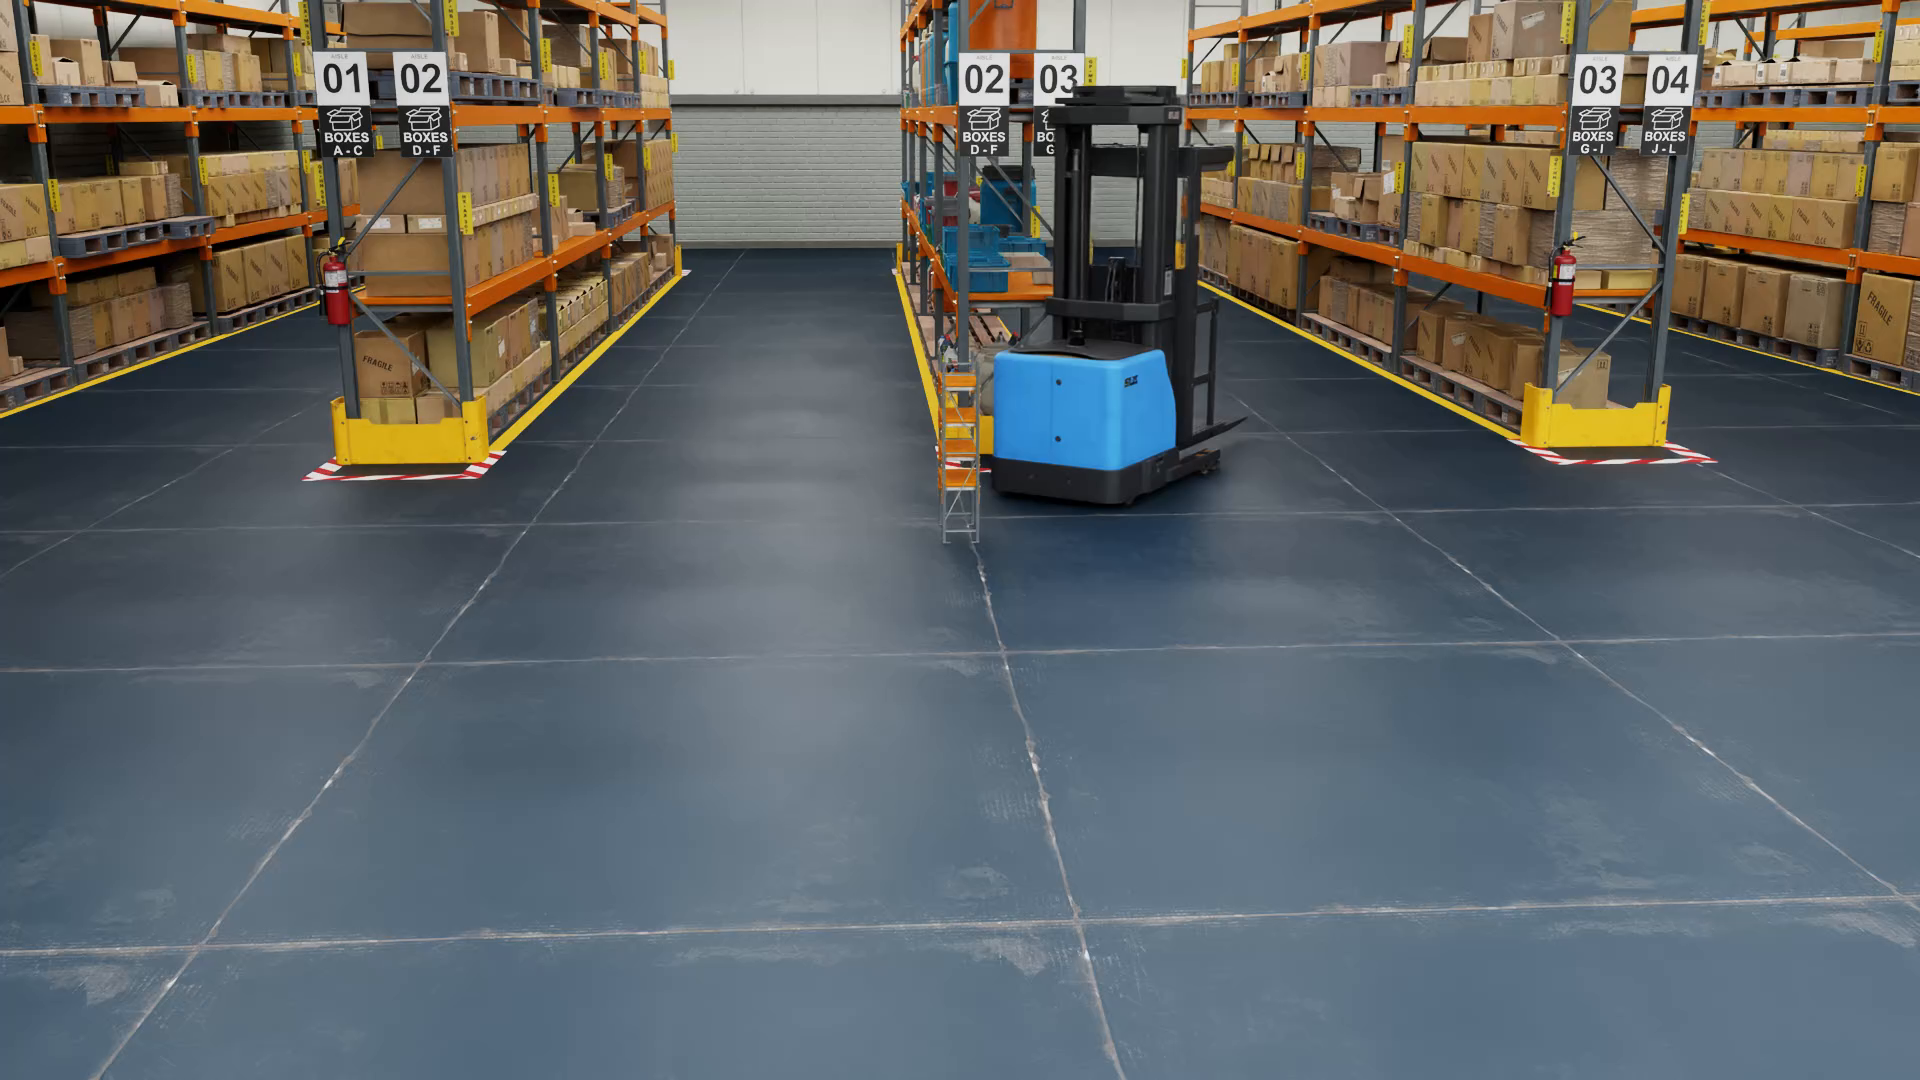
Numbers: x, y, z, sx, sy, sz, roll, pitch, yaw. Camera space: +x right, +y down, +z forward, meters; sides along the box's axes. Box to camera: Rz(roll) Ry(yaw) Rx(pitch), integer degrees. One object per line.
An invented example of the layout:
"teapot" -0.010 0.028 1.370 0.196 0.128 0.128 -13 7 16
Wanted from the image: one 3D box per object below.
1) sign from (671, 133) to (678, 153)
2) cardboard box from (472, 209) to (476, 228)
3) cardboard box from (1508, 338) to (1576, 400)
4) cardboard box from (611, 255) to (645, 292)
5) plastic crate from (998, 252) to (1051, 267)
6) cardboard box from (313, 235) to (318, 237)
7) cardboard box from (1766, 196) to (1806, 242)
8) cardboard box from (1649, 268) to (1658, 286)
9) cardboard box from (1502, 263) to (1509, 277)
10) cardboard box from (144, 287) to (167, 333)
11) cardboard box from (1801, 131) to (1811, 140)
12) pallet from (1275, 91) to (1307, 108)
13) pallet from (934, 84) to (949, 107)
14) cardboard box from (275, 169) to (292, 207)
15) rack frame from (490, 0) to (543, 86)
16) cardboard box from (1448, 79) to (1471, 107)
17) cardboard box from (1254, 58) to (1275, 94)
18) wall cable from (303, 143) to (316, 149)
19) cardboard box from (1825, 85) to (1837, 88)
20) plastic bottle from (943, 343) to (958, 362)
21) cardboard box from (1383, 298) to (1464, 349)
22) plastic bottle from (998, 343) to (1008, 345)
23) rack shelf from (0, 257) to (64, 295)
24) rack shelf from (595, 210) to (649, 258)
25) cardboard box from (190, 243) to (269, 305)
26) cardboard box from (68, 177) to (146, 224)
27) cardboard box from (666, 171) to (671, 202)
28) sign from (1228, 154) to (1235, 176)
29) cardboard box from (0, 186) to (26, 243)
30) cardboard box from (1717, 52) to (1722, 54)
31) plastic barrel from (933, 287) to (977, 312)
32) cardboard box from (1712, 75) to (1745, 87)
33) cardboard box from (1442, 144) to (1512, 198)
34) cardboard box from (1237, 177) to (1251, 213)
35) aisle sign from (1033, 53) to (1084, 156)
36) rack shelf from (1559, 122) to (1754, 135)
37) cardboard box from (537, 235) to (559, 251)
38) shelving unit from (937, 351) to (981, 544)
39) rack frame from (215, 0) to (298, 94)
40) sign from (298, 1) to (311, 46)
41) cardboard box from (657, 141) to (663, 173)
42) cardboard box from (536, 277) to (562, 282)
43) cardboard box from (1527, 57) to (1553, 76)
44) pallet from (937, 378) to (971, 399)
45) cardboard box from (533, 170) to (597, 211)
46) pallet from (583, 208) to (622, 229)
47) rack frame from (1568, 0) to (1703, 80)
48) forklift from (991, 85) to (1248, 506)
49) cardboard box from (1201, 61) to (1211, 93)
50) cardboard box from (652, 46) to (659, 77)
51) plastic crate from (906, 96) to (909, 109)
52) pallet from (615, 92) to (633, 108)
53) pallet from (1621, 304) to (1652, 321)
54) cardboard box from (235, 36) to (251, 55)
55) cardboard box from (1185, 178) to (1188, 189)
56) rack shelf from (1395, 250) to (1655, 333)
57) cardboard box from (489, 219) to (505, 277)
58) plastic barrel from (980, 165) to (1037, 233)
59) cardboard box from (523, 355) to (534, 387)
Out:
"sign" -4.897 -6.812 28.523 0.100 0.325 0.005 -1 14 -3
"cardboard box" -4.304 -2.706 14.023 0.380 0.149 0.250 -1 14 -3
"cardboard box" 5.333 -1.564 15.258 0.500 0.500 0.500 3 15 11
"cardboard box" -4.866 -3.861 24.145 0.500 0.500 0.500 -1 14 -3
"plastic crate" 0.588 -2.658 15.866 0.530 0.136 0.437 -1 14 -3
"cardboard box" -10.348 -4.737 26.289 0.380 0.149 0.250 -1 14 -3
"cardboard box" 9.773 -3.739 19.337 0.500 0.500 0.500 -1 14 -3
"cardboard box" 9.586 -3.461 22.631 0.500 0.500 0.500 -1 14 -4
"cardboard box" 5.147 -2.462 15.080 0.380 0.149 0.250 -1 14 -3
"cardboard box" -9.888 -2.722 19.718 0.700 0.500 0.500 -1 14 -4
"cardboard box" 14.191 -6.703 27.549 0.380 0.149 0.250 -1 14 -3
"pallet" 4.838 -5.777 21.820 1.213 0.211 1.003 0 14 -1
"pallet" 0.377 -4.369 16.346 1.213 0.211 1.003 -1 14 -3
"cardboard box" -9.827 -4.987 23.550 0.500 0.500 0.500 -1 14 -3
"rack frame" -4.709 -6.015 16.346 1.000 3.000 0.127 -1 14 -3
"cardboard box" 5.009 -4.271 15.887 0.500 0.250 0.500 -1 15 -6
"cardboard box" 4.729 -6.812 24.419 0.700 0.500 0.500 -1 14 -2
"wall cable" -11.420 -6.813 29.447 0.084 1.984 1.851 -1 14 -3
"cardboard box" 14.458 -7.494 26.862 0.797 0.503 0.637 0 14 1
"plastic bottle" -0.091 -1.756 16.264 0.144 0.351 0.185 -1 14 -4
"cardboard box" 5.162 -2.418 18.536 0.700 0.500 0.500 -2 15 -8
"plastic bottle" 0.428 -1.868 16.848 0.152 0.276 0.135 -1 14 -3
"rack shelf" -9.529 -2.187 14.950 1.077 0.370 4.000 -1 14 -3
"rack shelf" -5.081 -4.254 22.983 1.077 0.370 4.000 -1 14 -3
"cardboard box" -9.863 -3.593 22.441 0.750 0.750 0.750 -1 14 -4
"cardboard box" -9.762 -3.863 18.936 0.700 0.500 0.500 -1 14 -3
"cardboard box" -5.118 -5.907 27.763 0.500 0.500 0.500 -1 14 -3
"sign" 4.129 -5.700 25.265 0.100 0.325 0.005 -1 14 -3
"cardboard box" -9.279 -3.096 15.795 0.500 0.500 0.500 -1 14 -4
"cardboard box" 10.050 -6.476 22.420 0.396 0.266 0.258 -1 14 -3
"plastic barrel" -0.060 -3.454 21.944 0.600 0.830 0.708 -1 14 -3
"cardboard box" 9.748 -5.806 21.011 0.380 0.149 0.250 -1 15 -6
"cardboard box" 5.015 -3.574 16.094 0.500 0.500 0.500 -1 14 -3
"cardboard box" 4.462 -5.182 24.945 0.500 0.500 0.500 -1 14 -3
"aisle sign" 0.780 -3.436 13.145 0.394 0.787 0.004 -1 14 -3
"rack shelf" 9.763 -5.910 23.400 1.077 0.370 4.000 -1 14 -3
"cardboard box" -4.560 -3.212 17.994 0.380 0.149 0.250 -1 14 -3
"shelving unit" -0.010 -0.622 11.037 0.258 1.200 0.503 -1 14 -3
"rack frame" -10.149 -7.928 23.778 1.000 3.000 0.127 -1 14 -3
"sign" -5.004 -3.953 12.734 0.100 0.325 0.005 -1 14 -3
"cardboard box" -5.050 -6.138 26.657 0.500 0.500 0.500 0 14 -2
"cardboard box" -5.218 -3.113 20.657 0.500 0.311 0.500 0 14 -2
"cardboard box" 5.072 -4.037 14.180 0.380 0.149 0.250 -2 15 -6
"pallet" 0.314 -1.363 15.901 1.003 0.211 1.213 -1 14 -3
"cardboard box" -5.108 -4.511 21.498 0.700 0.500 0.500 -6 16 -22
"pallet" -5.069 -4.179 21.635 1.213 0.211 1.003 -1 14 -3
"rack frame" 5.426 -5.173 13.071 1.000 3.000 0.127 -1 14 -3
"forklift" 1.410 -1.983 12.850 1.130 2.935 3.031 8 17 29
"cardboard box" 4.435 -7.729 27.782 0.700 0.500 0.500 -1 14 -5
"cardboard box" -5.405 -7.952 27.687 0.700 0.500 0.500 -1 14 -3
"plastic crate" -0.589 -6.626 25.164 0.450 0.188 0.662 -1 14 -3
"pallet" -5.167 -6.040 22.840 1.213 0.211 1.003 -1 14 -3
"pallet" 9.840 -3.152 22.854 1.003 0.211 1.213 -1 14 -3
"cardboard box" -10.225 -6.879 23.133 0.500 0.250 0.500 0 14 1
"cardboard box" 4.195 -6.194 28.785 0.500 0.250 0.500 -1 14 -5
"rack shelf" 5.302 -2.416 15.841 1.077 0.370 4.000 -1 14 -3
"cardboard box" -4.576 -2.665 15.163 0.700 0.500 0.500 0 14 -2
"plastic barrel" 0.513 -3.529 17.717 0.600 0.901 0.708 -1 14 -3
"cardboard box" -4.395 -1.621 15.983 0.500 0.250 0.500 -1 14 -3
